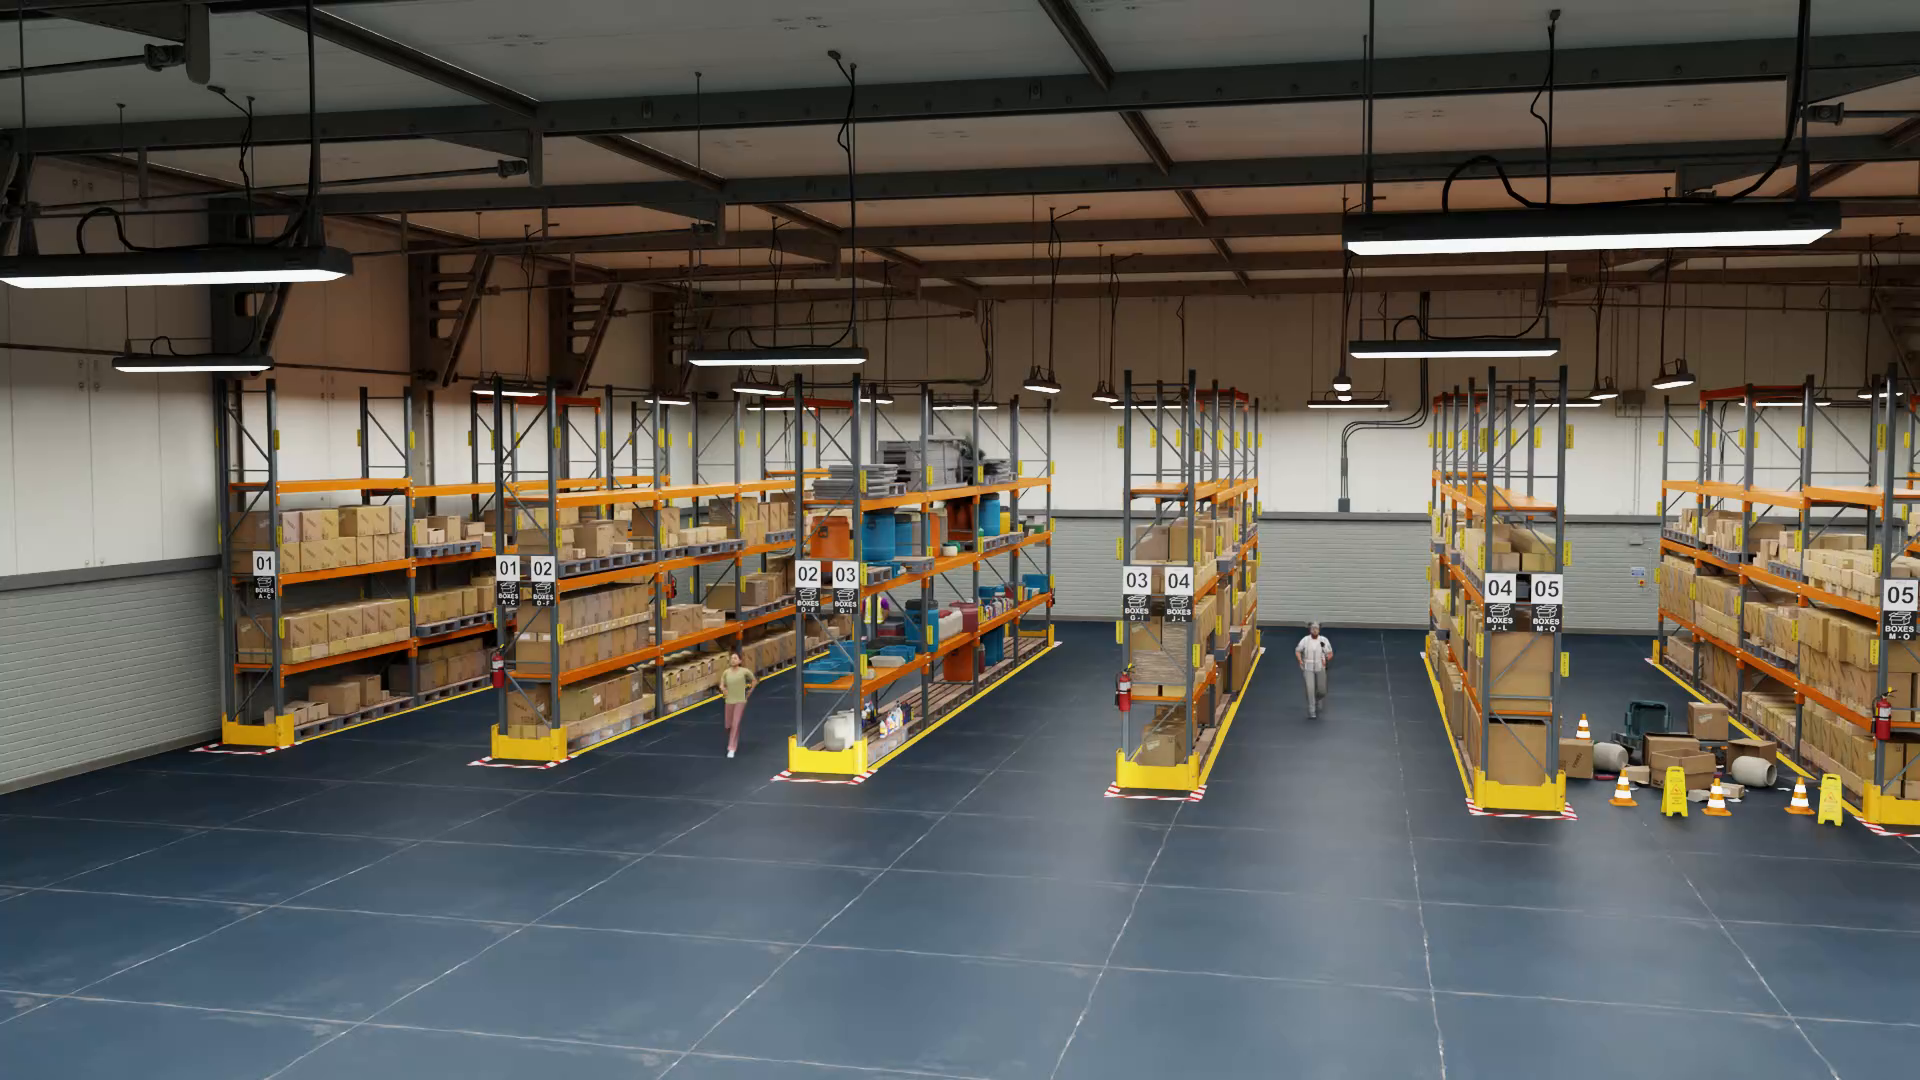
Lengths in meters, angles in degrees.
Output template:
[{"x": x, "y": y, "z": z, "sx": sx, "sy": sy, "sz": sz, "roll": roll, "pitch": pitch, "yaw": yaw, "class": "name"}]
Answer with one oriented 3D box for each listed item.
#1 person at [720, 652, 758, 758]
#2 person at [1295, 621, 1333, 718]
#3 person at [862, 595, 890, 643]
[{"x": -3.577, "y": 2.603, "z": 26.480, "sx": 0.592, "sy": 1.609, "sz": 0.867, "roll": 0, "pitch": 3, "yaw": 8, "class": "person"}, {"x": 6.415, "y": 2.322, "z": 30.145, "sx": 0.669, "sy": 1.737, "sz": 0.732, "roll": 1, "pitch": 3, "yaw": 9, "class": "person"}, {"x": -1.949, "y": 1.881, "z": 37.496, "sx": 0.688, "sy": 1.721, "sz": 0.582, "roll": 0, "pitch": 3, "yaw": 5, "class": "person"}]
